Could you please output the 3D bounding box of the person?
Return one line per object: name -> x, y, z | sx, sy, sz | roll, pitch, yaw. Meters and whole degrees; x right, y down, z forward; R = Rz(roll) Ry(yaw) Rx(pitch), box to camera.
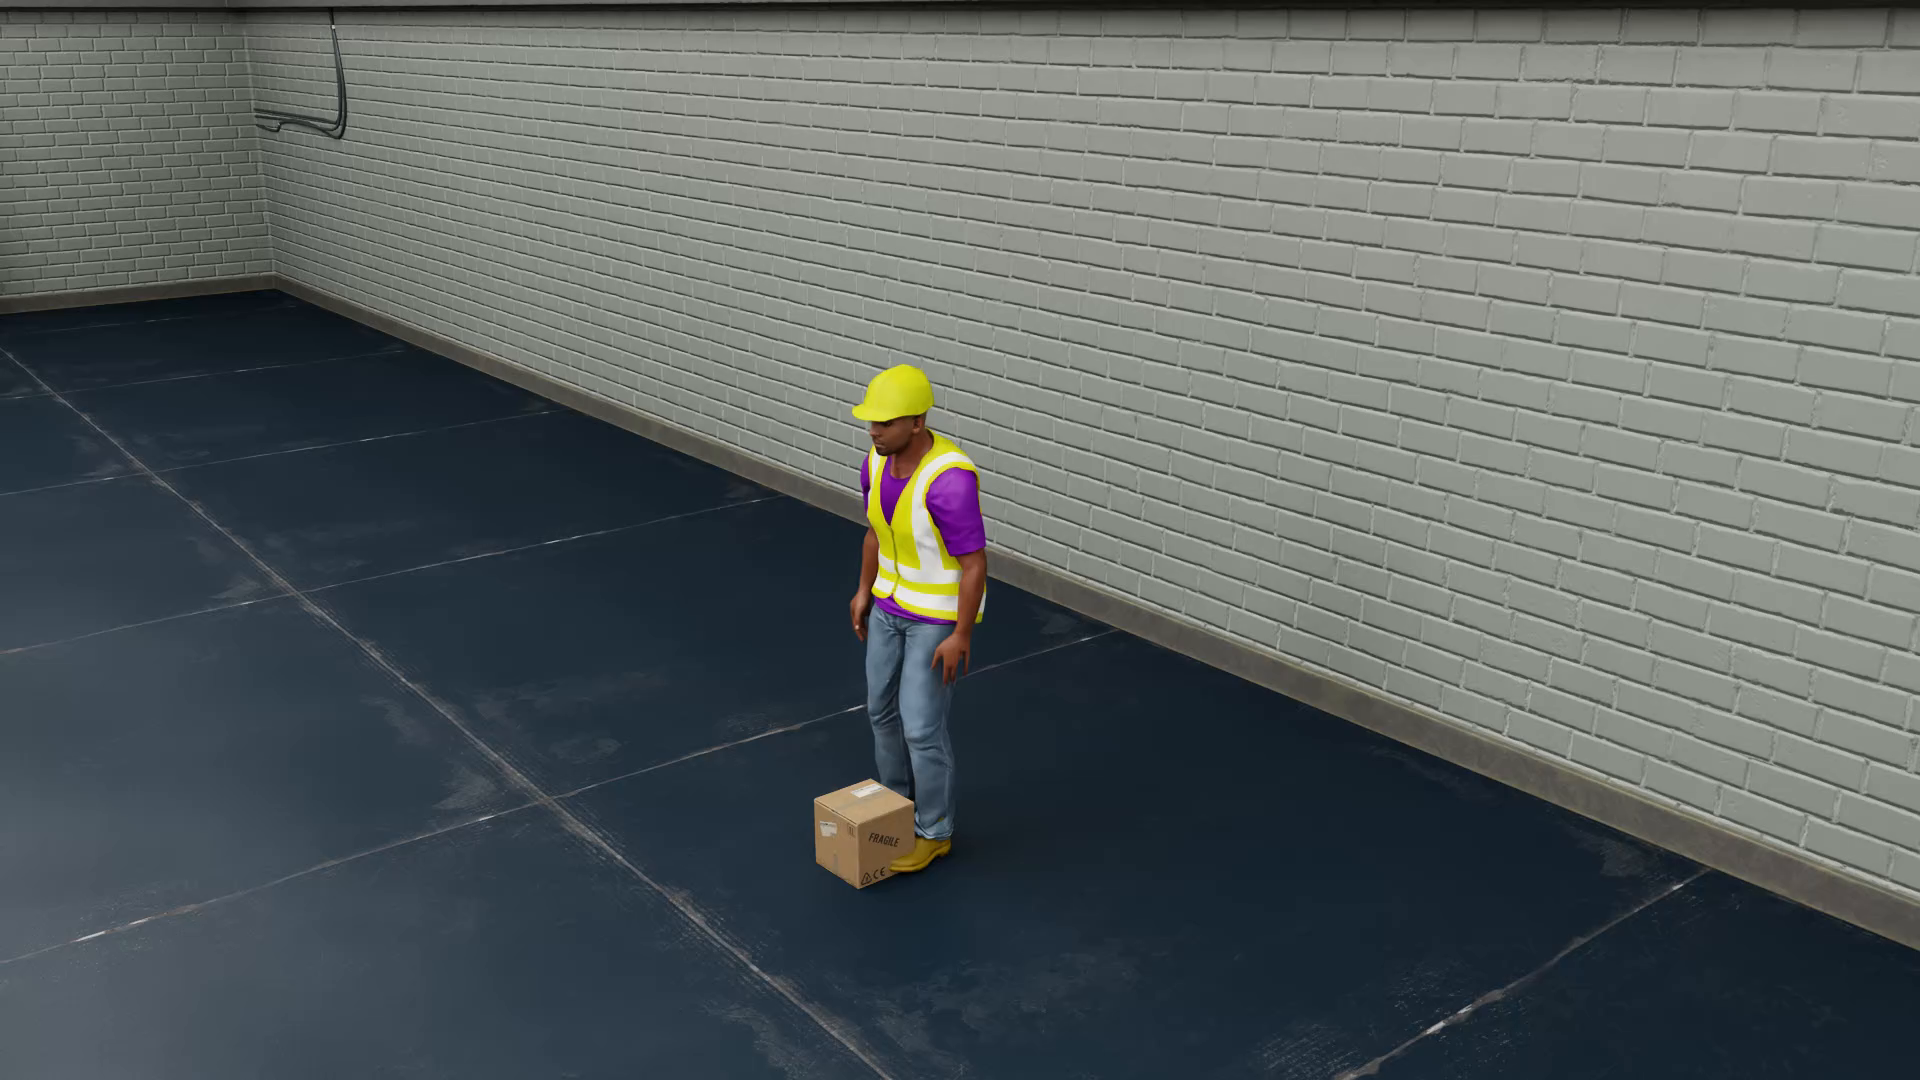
person -> -0.163, 0.255, 5.715 | 0.460, 1.760, 0.627 | -13, 22, -36
